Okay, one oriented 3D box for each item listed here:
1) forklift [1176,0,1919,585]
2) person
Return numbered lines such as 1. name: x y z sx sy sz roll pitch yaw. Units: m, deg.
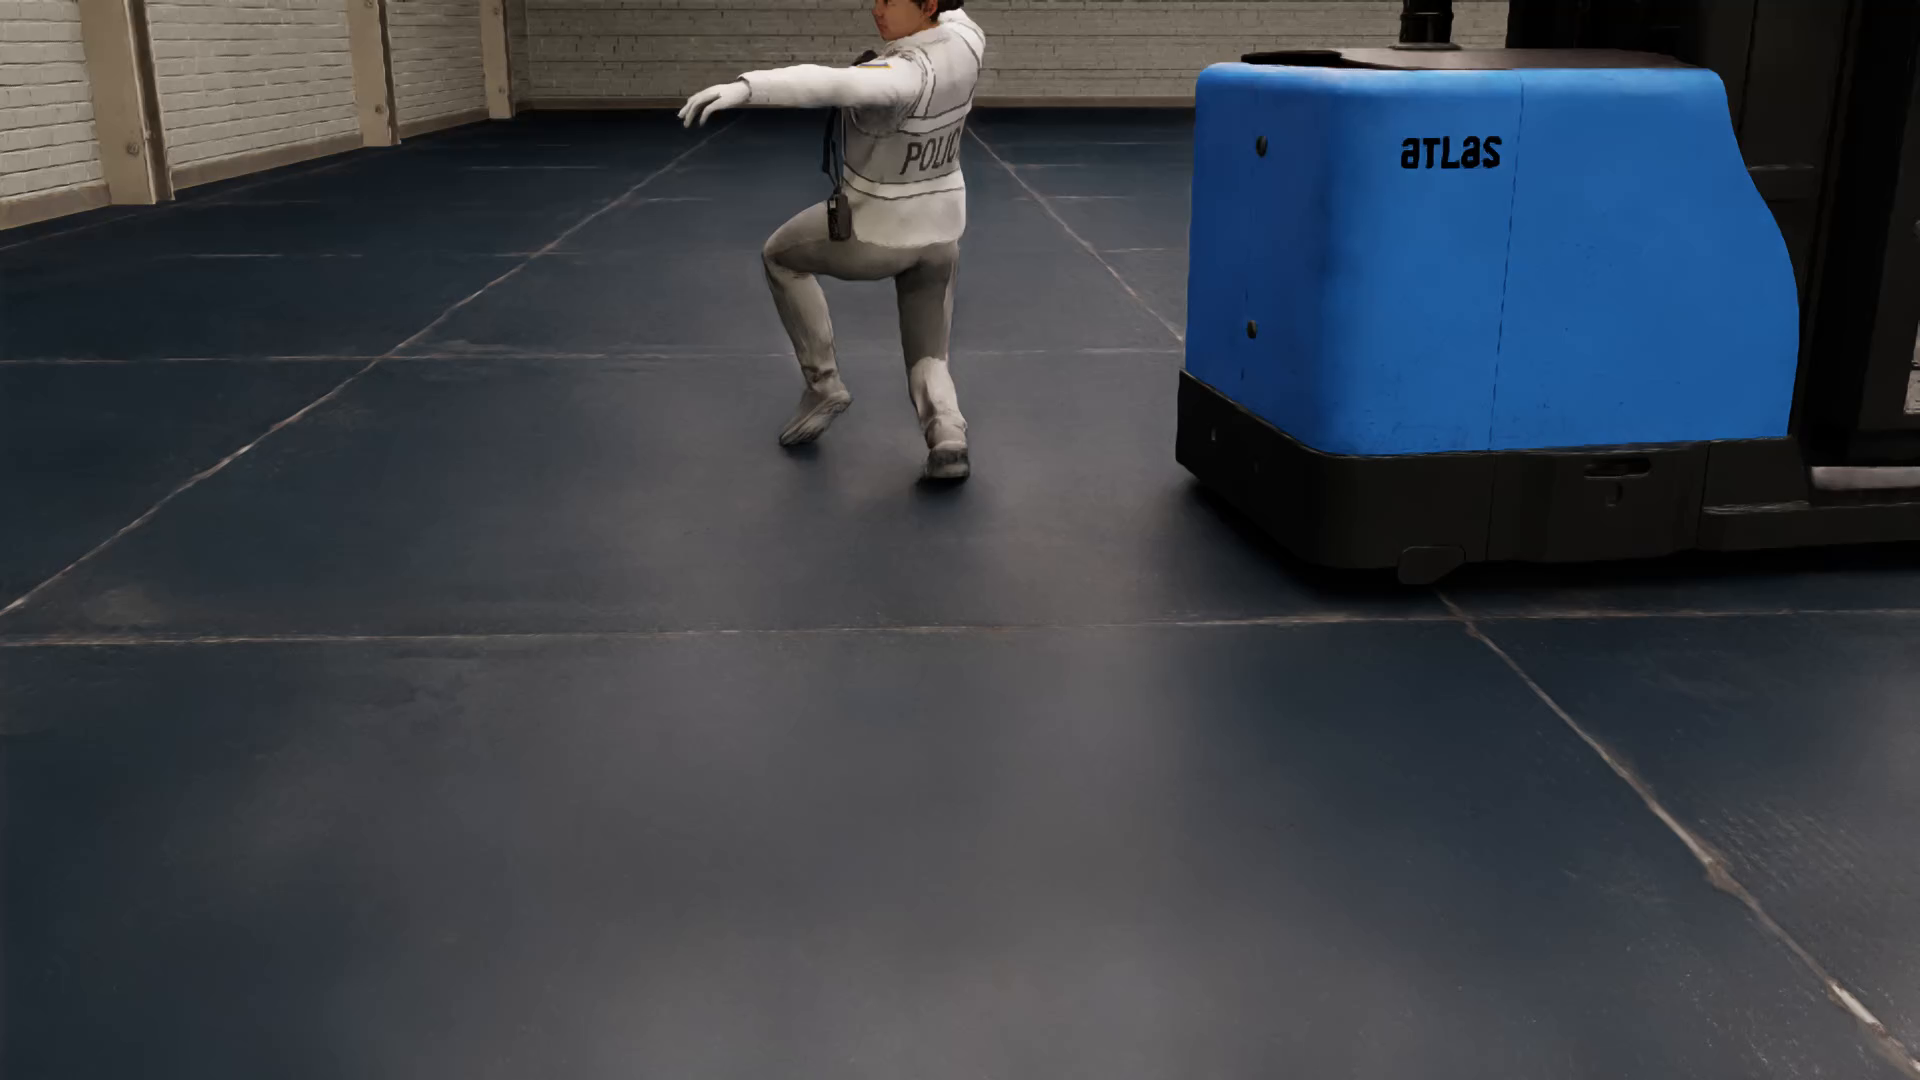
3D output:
1. forklift: 2.134 -1.498 3.804 3.031 2.935 1.130 -3 17 -10
2. person: -0.427 -0.839 4.290 0.975 1.429 0.848 -13 21 -35
